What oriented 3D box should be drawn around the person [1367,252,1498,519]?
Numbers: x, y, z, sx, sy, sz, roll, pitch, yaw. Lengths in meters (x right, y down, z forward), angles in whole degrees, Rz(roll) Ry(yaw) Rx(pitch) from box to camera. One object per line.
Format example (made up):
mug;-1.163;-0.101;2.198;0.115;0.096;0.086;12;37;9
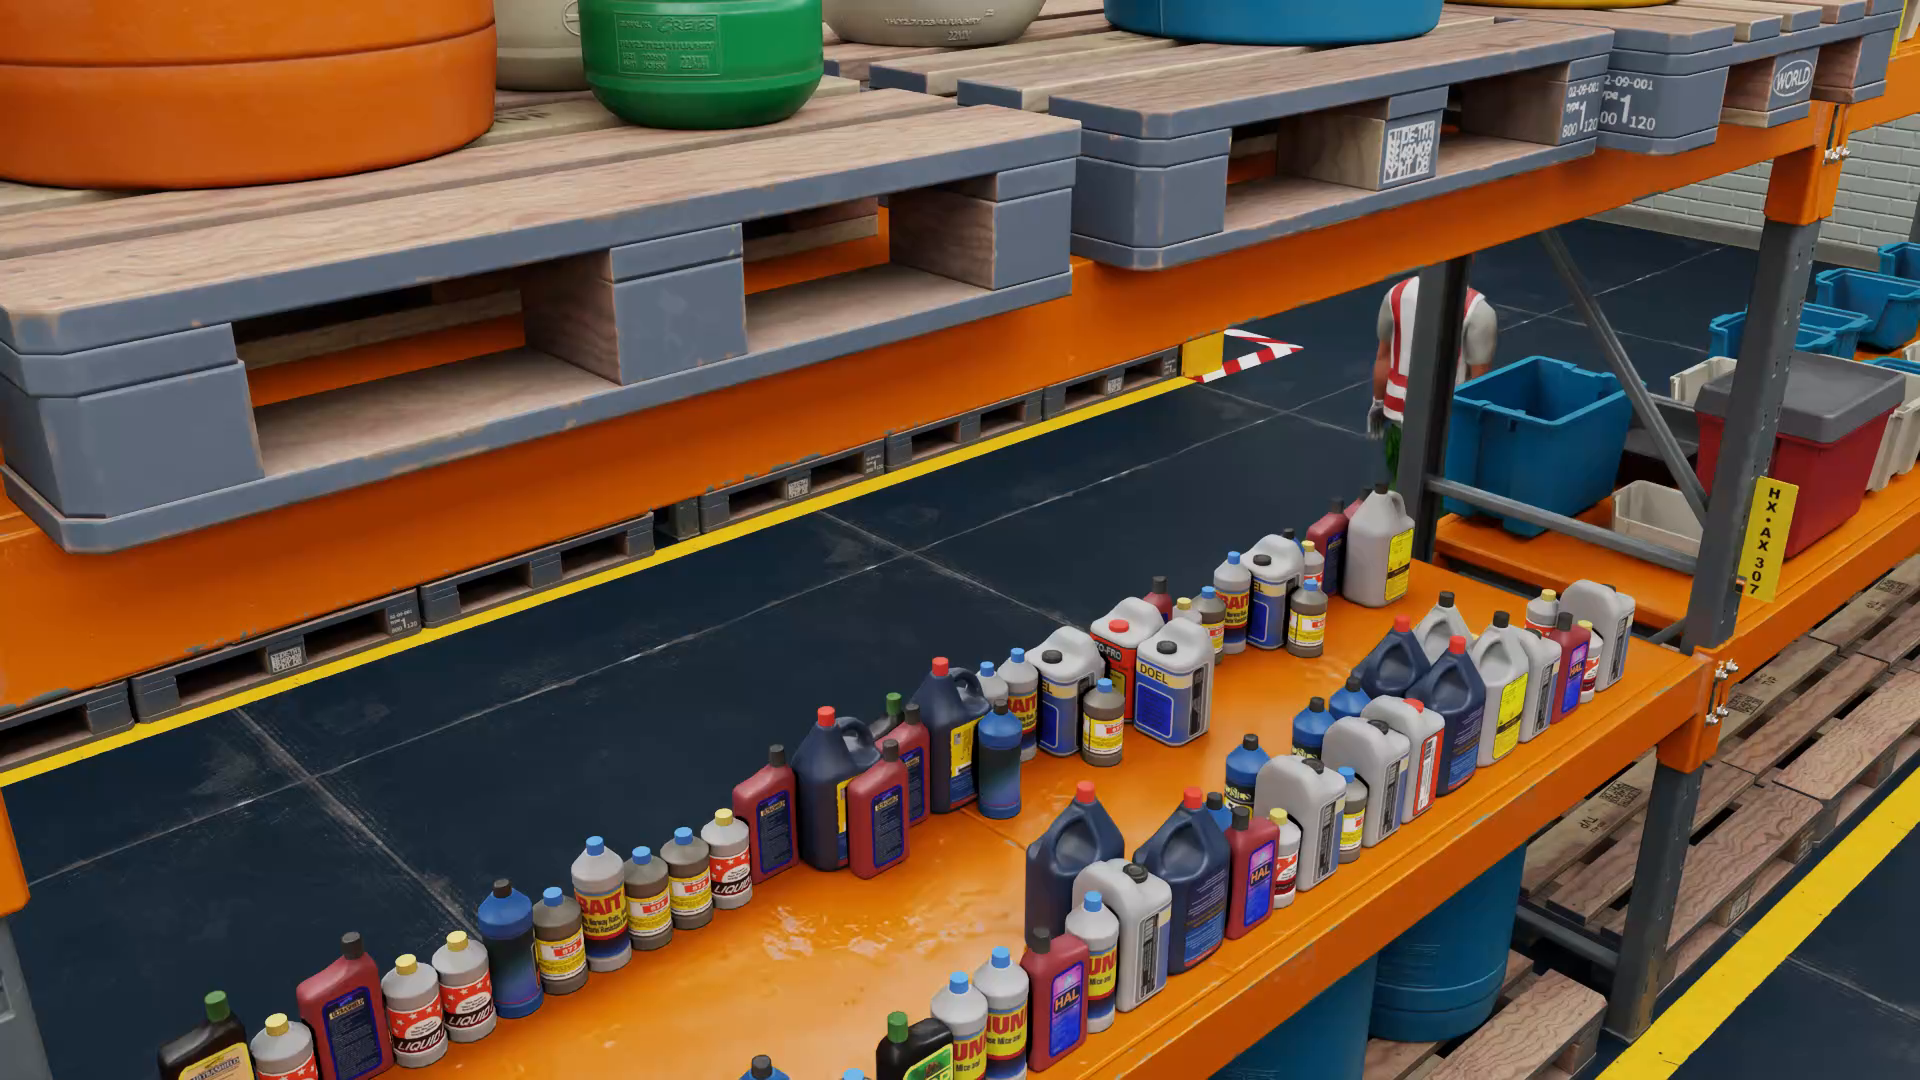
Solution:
person;2.008;-0.516;7.161;0.558;1.780;0.510;21;31;38
